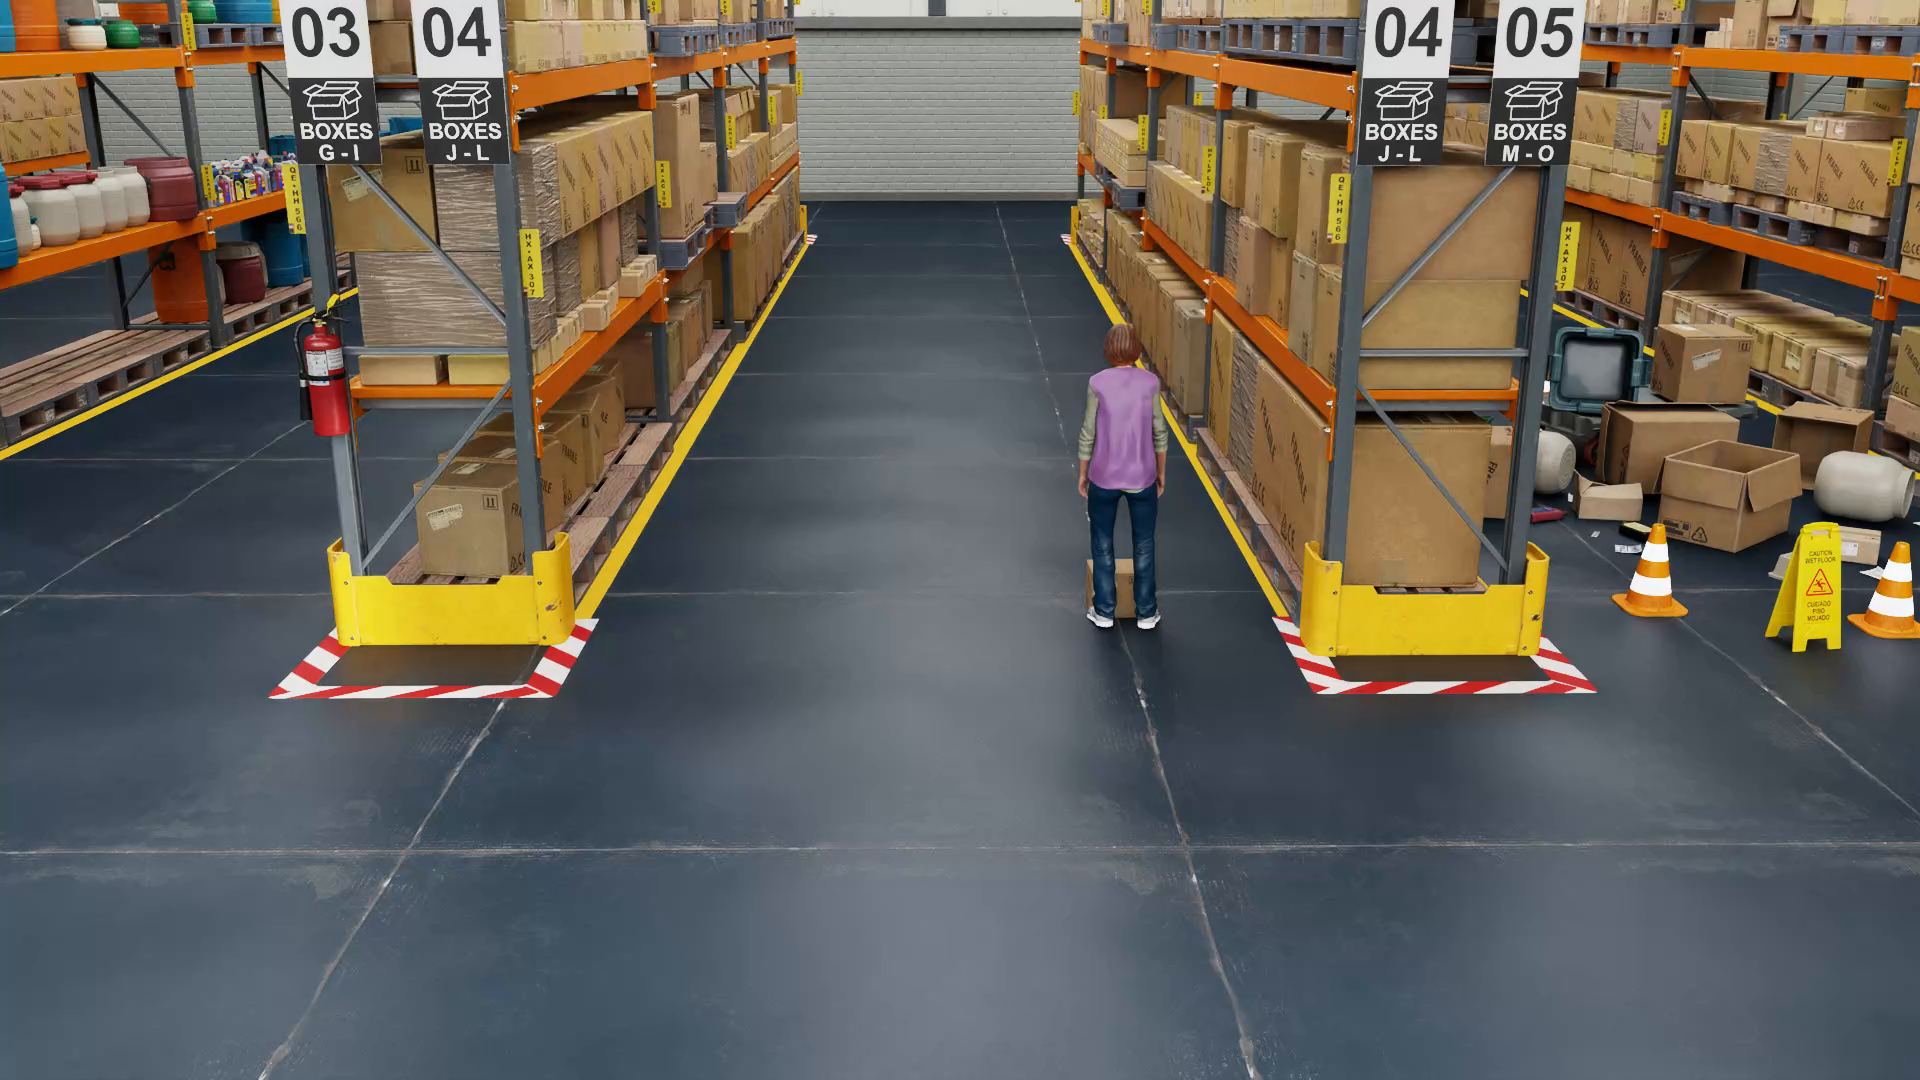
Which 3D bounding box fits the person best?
[{"bbox_3d":[0.835,-0.312,8.563,0.464,1.592,0.365,0,17,-1],"label":"person"}]
